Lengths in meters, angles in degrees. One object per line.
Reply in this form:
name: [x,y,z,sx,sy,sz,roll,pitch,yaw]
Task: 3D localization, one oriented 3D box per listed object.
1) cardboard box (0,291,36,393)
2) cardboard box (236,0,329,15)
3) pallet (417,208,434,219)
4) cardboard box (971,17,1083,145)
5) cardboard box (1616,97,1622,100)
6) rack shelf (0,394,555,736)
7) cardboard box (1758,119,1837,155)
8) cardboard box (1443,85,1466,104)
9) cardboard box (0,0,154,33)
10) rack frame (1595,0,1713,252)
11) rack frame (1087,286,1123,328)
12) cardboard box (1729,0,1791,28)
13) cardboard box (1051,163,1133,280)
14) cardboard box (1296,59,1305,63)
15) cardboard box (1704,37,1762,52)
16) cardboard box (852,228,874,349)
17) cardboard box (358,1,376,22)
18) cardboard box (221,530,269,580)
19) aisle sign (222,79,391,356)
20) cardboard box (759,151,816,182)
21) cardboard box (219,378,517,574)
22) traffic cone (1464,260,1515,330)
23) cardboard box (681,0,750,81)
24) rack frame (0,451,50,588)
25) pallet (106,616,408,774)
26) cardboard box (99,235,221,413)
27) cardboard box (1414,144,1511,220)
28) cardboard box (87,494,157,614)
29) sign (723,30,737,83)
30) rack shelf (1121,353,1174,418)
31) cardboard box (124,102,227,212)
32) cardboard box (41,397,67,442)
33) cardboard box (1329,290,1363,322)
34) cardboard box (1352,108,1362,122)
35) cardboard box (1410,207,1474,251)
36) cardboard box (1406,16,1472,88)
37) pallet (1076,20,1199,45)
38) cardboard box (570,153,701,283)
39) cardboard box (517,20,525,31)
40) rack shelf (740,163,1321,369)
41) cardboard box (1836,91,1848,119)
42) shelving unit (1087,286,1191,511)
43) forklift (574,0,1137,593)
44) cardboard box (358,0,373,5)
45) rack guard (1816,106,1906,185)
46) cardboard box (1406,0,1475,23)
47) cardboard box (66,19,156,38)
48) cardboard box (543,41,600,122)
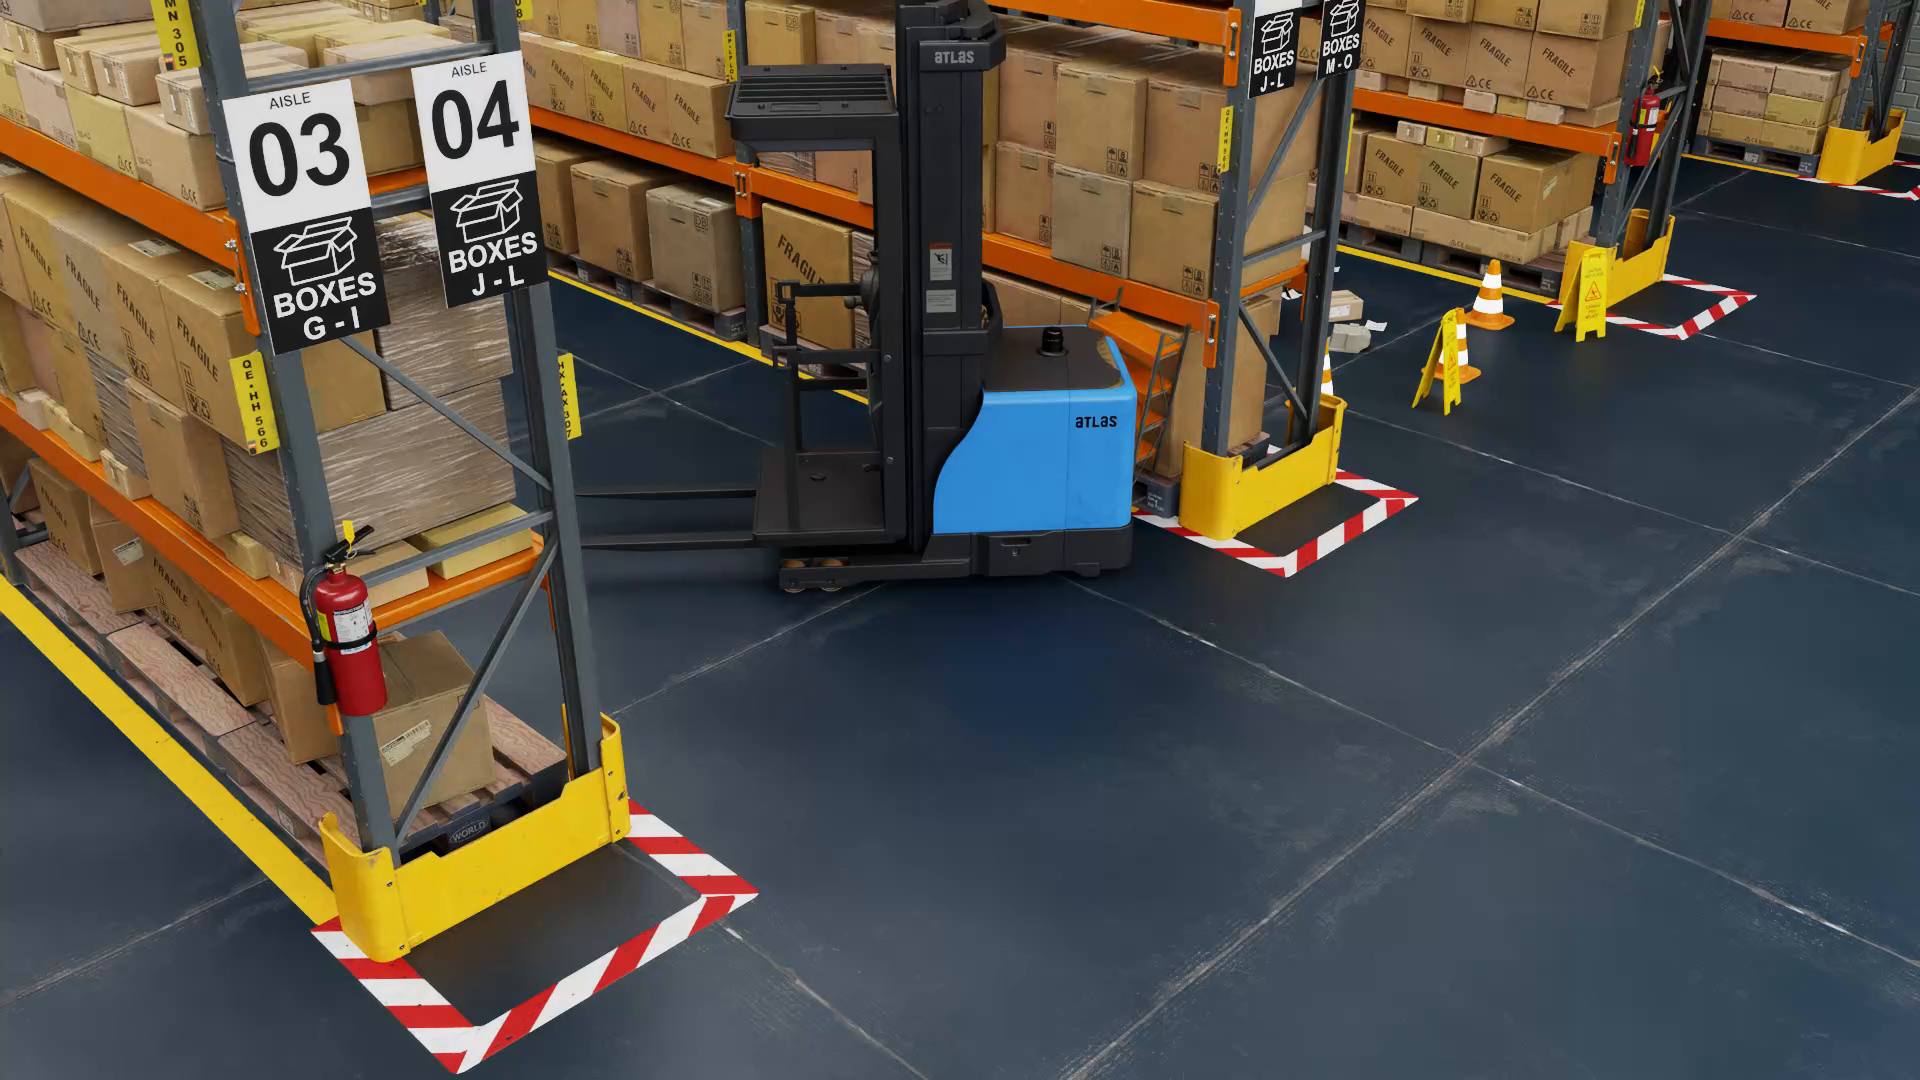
cardboard box: [-4.069,-1.094,7.680,0.500,0.500,0.875,25,36,38]
cardboard box: [-2.558,-1.911,6.171,0.250,0.149,0.380,24,36,38]
pallet: [-4.537,-3.200,15.108,1.213,0.211,1.003,25,36,38]
cardboard box: [0.256,-2.753,9.941,0.500,0.550,0.875,25,36,38]
cardboard box: [5.025,-3.312,12.596,0.250,0.149,0.380,25,37,39]
rack shelf: [-3.252,-0.289,7.350,4.000,0.370,1.077,25,36,38]
cardboard box: [8.043,-3.910,15.965,0.500,0.250,0.500,25,37,39]
cardboard box: [3.990,-3.524,13.000,0.380,0.149,0.250,-25,36,-38]
cardboard box: [-3.109,-2.102,5.837,0.500,0.500,0.500,25,36,38]
rack frame: [5.122,-3.244,12.196,0.127,3.000,1.000,25,36,38]
rack frame: [0.733,-0.875,9.448,0.240,1.200,0.015,-25,47,-39]
cardboard box: [7.701,-5.182,15.775,0.500,0.500,0.500,-24,36,-38]
cardboard box: [1.020,-1.913,9.503,0.550,0.550,0.875,25,36,38]
cardboard box: [2.849,-3.995,13.894,0.380,0.149,0.250,-24,36,-38]
cardboard box: [7.681,-4.852,16.683,0.500,0.250,0.500,24,36,38]
cardboard box: [-0.084,-1.597,10.897,0.875,0.875,0.875,25,37,39]
cardboard box: [-4.844,-4.481,14.049,0.380,0.149,0.250,-24,36,-37]
cardboard box: [-2.566,-0.015,6.325,0.250,0.149,0.380,25,36,38]
aisle sign: [-1.992,-0.986,5.109,0.004,0.787,0.394,25,36,38]
cardboard box: [-0.857,-2.823,11.235,0.550,0.550,0.875,25,36,38]
cardboard box: [-2.199,-0.320,6.208,0.500,0.500,0.875,25,36,38]
traffic cone: [3.911,-1.833,12.239,0.334,0.463,0.336,25,36,38]
cardboard box: [-1.487,-3.520,11.540,0.500,0.500,0.700,24,36,38]
rack frame: [-4.678,-1.260,8.424,0.127,3.000,1.000,25,36,38]
pallet: [-3.300,0.580,7.921,1.213,0.211,1.003,25,36,38]
cardboard box: [-2.752,-0.832,6.108,0.500,0.500,0.500,25,36,38]
cardboard box: [3.993,-2.889,13.218,0.500,0.500,0.500,-24,36,-37]
cardboard box: [-4.007,-0.012,8.284,0.500,0.500,0.500,-13,31,-24]
sign: [-1.502,-3.167,10.892,0.005,0.325,0.100,25,36,38]
rack shelf: [0.923,-0.883,9.229,0.258,0.148,0.480,-25,47,-39]
cardboard box: [-2.348,-1.289,5.417,0.500,0.250,0.500,-24,36,-38]
cardboard box: [-3.827,-0.579,7.399,0.250,0.149,0.380,25,36,38]
cardboard box: [2.772,-1.739,12.398,0.380,0.149,0.250,-7,29,-14]
cardboard box: [3.110,-3.540,13.760,0.380,0.149,0.250,-23,35,-36]
cardboard box: [3.993,-2.559,13.396,0.500,0.250,0.500,25,37,39]
cardboard box: [3.834,-3.835,12.893,0.500,0.500,0.500,24,36,38]
pallet: [1.827,-4.762,15.289,1.213,0.211,1.003,25,36,38]
cardboard box: [-2.320,-2.552,12.847,0.750,0.750,1.050,25,36,38]
cardboard box: [-3.306,-4.351,13.120,0.500,0.500,0.700,24,36,38]
rack shelf: [0.297,-1.902,10.418,4.000,0.370,1.077,25,36,38]
cardboard box: [8.410,-4.305,16.180,0.500,0.250,0.500,-25,36,-38]
shelving unit: [0.902,-0.756,9.319,0.258,1.200,0.503,-25,47,-39]
forklift: [-0.627,-1.276,8.528,3.031,2.935,1.130,-2,28,-4]
cardboard box: [-4.829,-4.607,13.968,0.250,0.149,0.380,24,36,38]
rack guard: [8.616,-3.778,15.898,0.348,0.500,1.175,25,36,38]
cardboard box: [3.813,-4.256,12.620,0.500,0.500,0.700,24,36,38]
cardboard box: [-2.903,-1.753,5.870,0.380,0.149,0.250,-25,37,-39]
cardboard box: [-2.773,-3.494,12.564,0.500,0.500,0.500,24,36,38]
